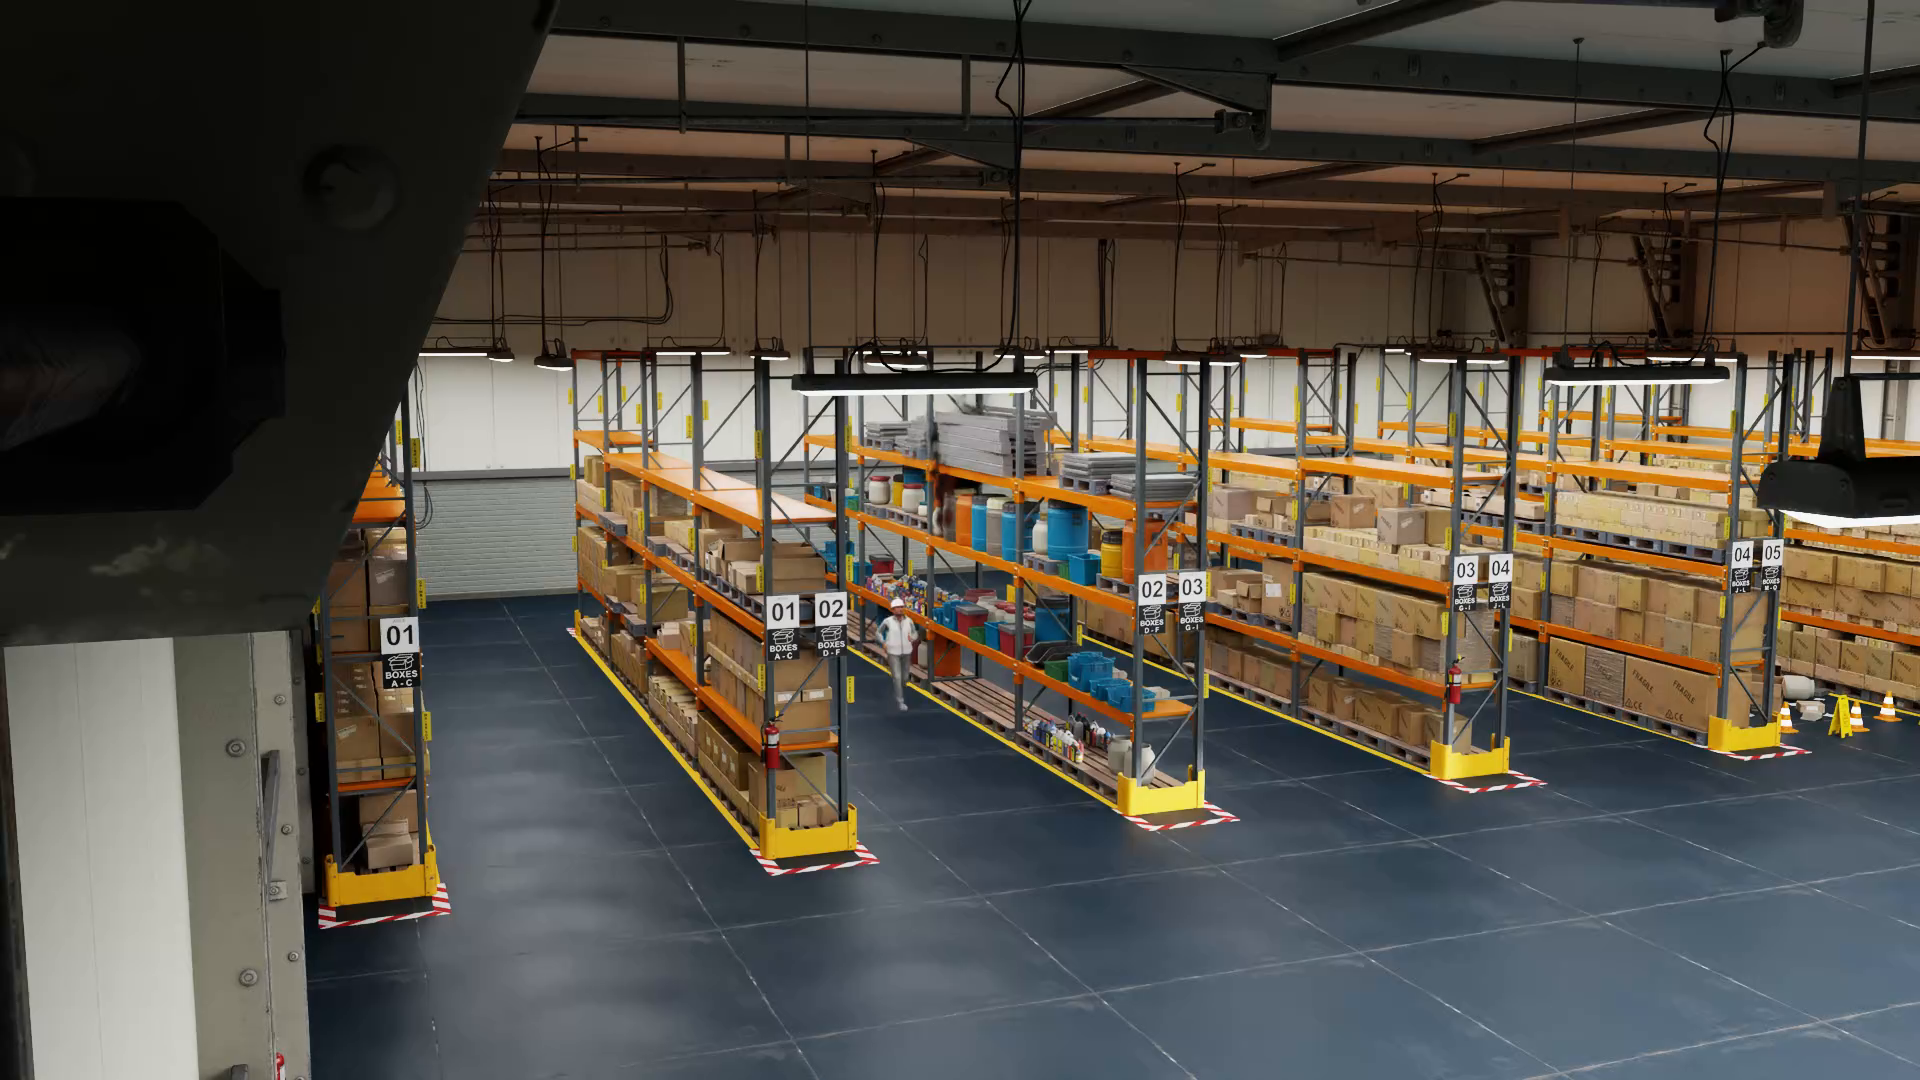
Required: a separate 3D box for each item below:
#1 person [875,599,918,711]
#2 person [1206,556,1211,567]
[{"bbox_3d":[-0.985,1.841,26.846,0.667,1.790,0.852,-3,8,-22],"label":"person"},{"bbox_3d":[5.445,0.871,37.725,0.549,1.595,0.806,-1,7,-12],"label":"person"}]
